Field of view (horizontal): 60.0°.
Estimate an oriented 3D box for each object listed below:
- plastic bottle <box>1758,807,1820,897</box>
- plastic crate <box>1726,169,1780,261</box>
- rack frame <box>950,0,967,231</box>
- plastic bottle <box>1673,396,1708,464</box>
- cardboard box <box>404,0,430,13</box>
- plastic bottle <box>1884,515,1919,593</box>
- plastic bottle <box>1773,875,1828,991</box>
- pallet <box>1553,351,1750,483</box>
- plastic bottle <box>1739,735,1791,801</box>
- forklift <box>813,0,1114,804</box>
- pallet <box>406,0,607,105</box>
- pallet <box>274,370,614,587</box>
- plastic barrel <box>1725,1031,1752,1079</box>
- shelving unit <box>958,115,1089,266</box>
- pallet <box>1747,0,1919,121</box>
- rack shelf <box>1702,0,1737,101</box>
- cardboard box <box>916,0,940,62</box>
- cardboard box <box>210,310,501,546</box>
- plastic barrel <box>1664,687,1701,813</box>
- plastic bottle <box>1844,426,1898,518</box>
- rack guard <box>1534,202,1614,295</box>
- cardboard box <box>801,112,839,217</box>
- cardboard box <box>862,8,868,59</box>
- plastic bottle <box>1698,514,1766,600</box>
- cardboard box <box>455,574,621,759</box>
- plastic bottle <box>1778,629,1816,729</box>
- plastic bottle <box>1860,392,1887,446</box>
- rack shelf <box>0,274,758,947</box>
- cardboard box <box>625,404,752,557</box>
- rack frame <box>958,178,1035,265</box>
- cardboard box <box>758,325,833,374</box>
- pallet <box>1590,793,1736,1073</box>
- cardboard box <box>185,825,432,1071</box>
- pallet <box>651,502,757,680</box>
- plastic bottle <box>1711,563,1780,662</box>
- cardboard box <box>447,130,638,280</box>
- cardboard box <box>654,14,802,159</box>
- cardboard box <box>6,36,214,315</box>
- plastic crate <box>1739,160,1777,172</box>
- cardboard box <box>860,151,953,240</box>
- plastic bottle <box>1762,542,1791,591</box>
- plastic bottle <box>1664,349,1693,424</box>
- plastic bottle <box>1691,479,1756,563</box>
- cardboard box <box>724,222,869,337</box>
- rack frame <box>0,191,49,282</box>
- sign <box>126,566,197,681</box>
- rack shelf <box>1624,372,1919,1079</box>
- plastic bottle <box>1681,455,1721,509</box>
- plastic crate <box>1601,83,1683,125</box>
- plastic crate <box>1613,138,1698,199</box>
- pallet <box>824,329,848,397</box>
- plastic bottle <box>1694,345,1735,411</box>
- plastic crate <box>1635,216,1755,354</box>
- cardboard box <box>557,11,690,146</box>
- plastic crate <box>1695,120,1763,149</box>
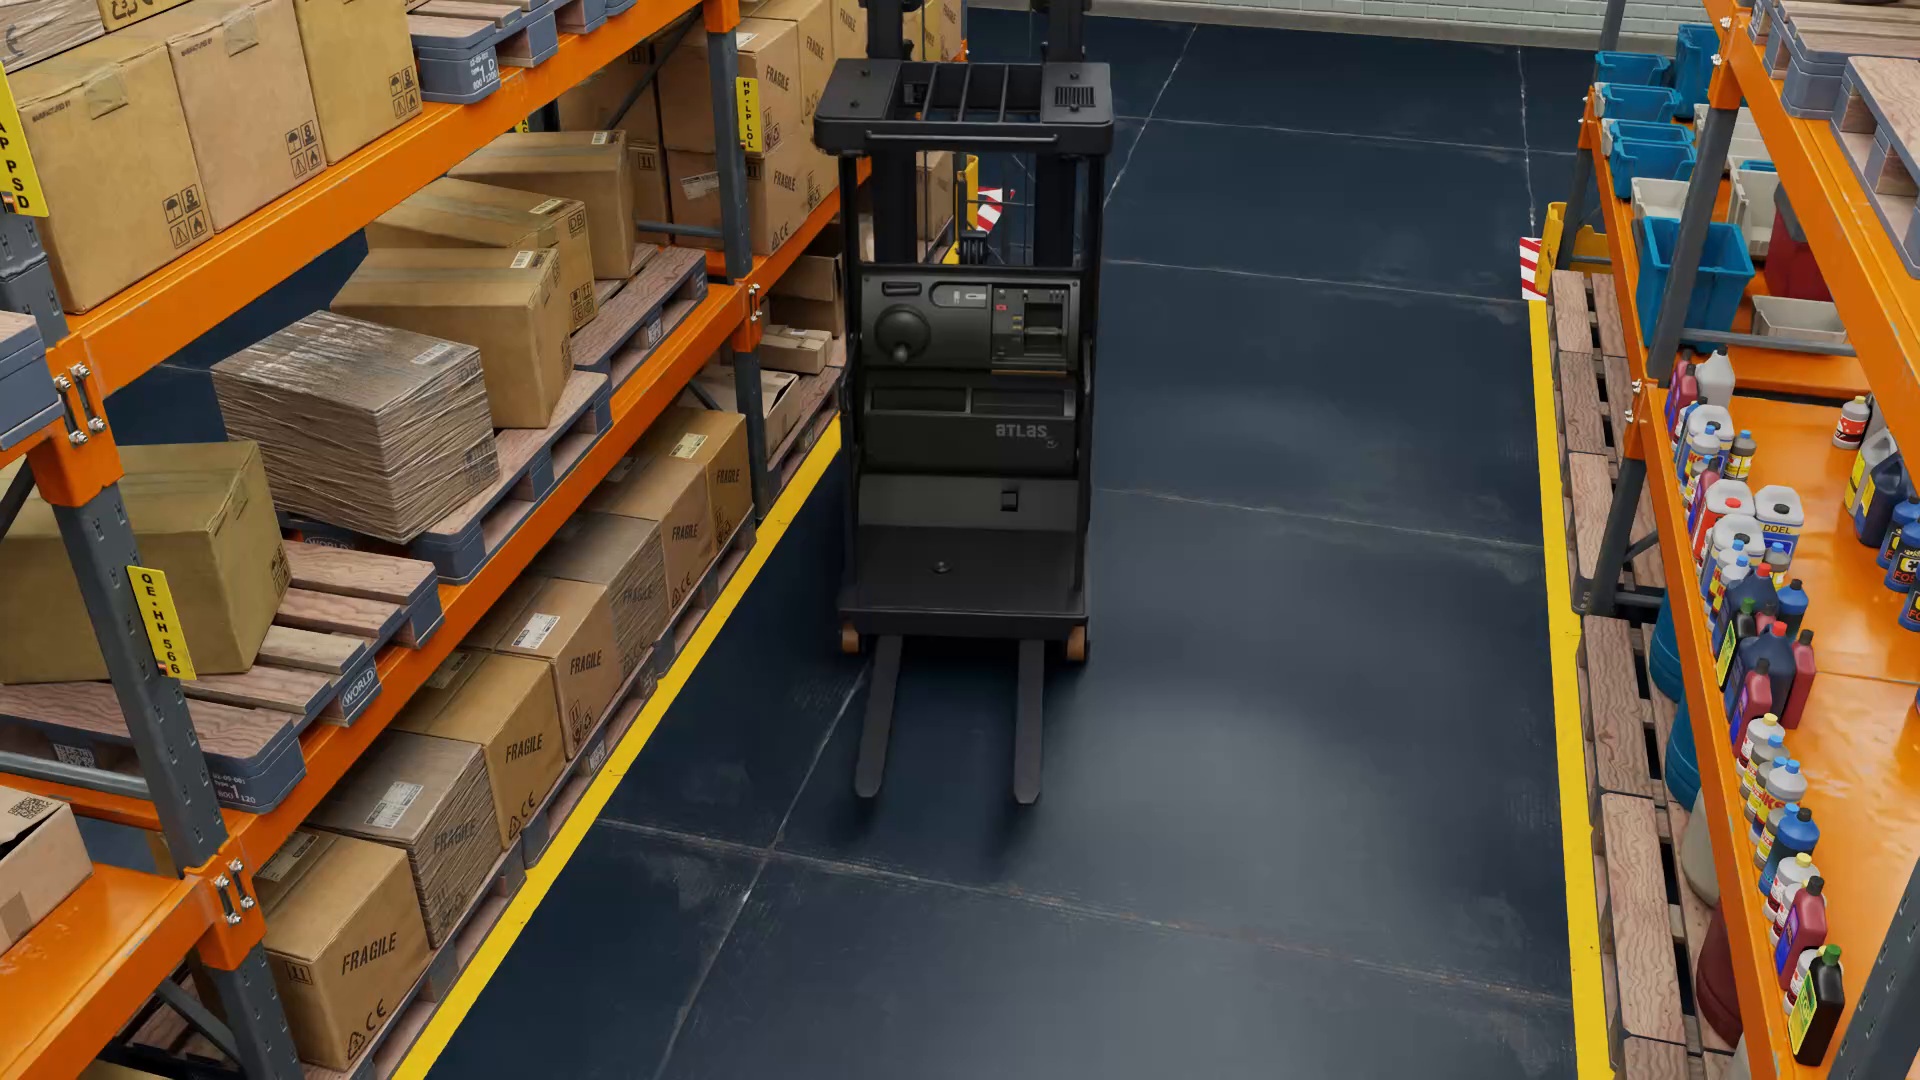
[{"bbox_3d":[2.154,0.805,4.308,0.097,0.271,0.097,0,32,0],"label":"plastic bottle"},{"bbox_3d":[3.890,-1.521,7.902,0.437,0.282,0.530,8,33,12],"label":"plastic crate"},{"bbox_3d":[-0.451,-3.531,11.008,1.000,3.000,0.127,8,33,12],"label":"rack frame"},{"bbox_3d":[2.748,-0.410,6.219,0.097,0.271,0.097,0,32,0],"label":"plastic bottle"},{"bbox_3d":[-2.001,-2.039,5.287,0.600,0.600,0.600,7,33,10],"label":"cardboard box"},{"bbox_3d":[3.157,0.038,5.514,0.097,0.271,0.097,0,32,0],"label":"plastic bottle"},{"bbox_3d":[2.058,0.958,4.055,0.061,0.283,0.133,8,33,12],"label":"plastic bottle"},{"bbox_3d":[3.781,-0.624,9.035,1.003,0.211,1.213,8,33,12],"label":"pallet"},{"bbox_3d":[2.253,0.633,4.644,0.097,0.201,0.097,0,32,0],"label":"plastic bottle"},{"bbox_3d":[0.034,-0.877,6.898,1.130,2.935,3.031,2,32,3],"label":"forklift"},{"bbox_3d":[-1.960,-1.774,5.624,1.213,0.211,1.003,8,33,12],"label":"pallet"},{"bbox_3d":[-1.992,-0.308,6.118,1.003,0.211,1.213,8,33,12],"label":"pallet"},{"bbox_3d":[2.474,1.608,4.852,0.421,0.512,0.421,0,32,0],"label":"plastic barrel"},{"bbox_3d":[0.358,-1.394,9.044,0.538,1.500,1.048,8,33,12],"label":"shelving unit"},{"bbox_3d":[3.220,-1.545,5.264,1.213,0.211,1.003,8,33,12],"label":"pallet"},{"bbox_3d":[3.832,-2.779,7.700,1.077,0.370,4.000,8,33,12],"label":"rack shelf"},{"bbox_3d":[-0.430,-3.034,10.133,0.500,0.500,0.500,8,33,13],"label":"cardboard box"},{"bbox_3d":[-2.014,-0.390,5.582,0.700,0.500,0.500,14,35,21],"label":"cardboard box"},{"bbox_3d":[2.990,0.577,6.111,0.600,0.901,0.708,8,33,12],"label":"plastic barrel"},{"bbox_3d":[3.268,-0.256,5.903,0.144,0.351,0.185,8,33,12],"label":"plastic bottle"},{"bbox_3d":[4.333,-1.814,10.637,1.175,0.500,0.348,8,33,12],"label":"rack guard"},{"bbox_3d":[-0.946,-1.991,8.492,0.500,0.500,0.500,9,33,13],"label":"cardboard box"},{"bbox_3d":[-0.683,-2.928,9.035,0.500,0.500,0.500,9,34,14],"label":"cardboard box"},{"bbox_3d":[2.544,0.063,5.471,0.152,0.276,0.135,8,33,12],"label":"plastic bottle"},{"bbox_3d":[-1.702,0.489,6.605,0.500,0.500,0.500,7,33,11],"label":"cardboard box"},{"bbox_3d":[2.476,0.409,4.920,0.061,0.283,0.133,8,33,12],"label":"plastic bottle"},{"bbox_3d":[3.537,-0.478,6.321,0.152,0.276,0.135,8,33,12],"label":"plastic bottle"},{"bbox_3d":[-1.974,-0.114,6.303,1.077,0.370,4.000,8,33,12],"label":"rack shelf"},{"bbox_3d":[-1.314,-0.291,7.831,0.500,0.500,0.500,8,33,12],"label":"cardboard box"},{"bbox_3d":[0.234,-1.129,8.628,0.500,1.500,0.032,8,33,12],"label":"rack frame"},{"bbox_3d":[-0.940,-1.084,9.390,0.380,0.166,0.250,8,33,12],"label":"cardboard box"},{"bbox_3d":[2.780,1.428,5.807,1.003,0.211,1.213,8,33,12],"label":"pallet"},{"bbox_3d":[-2.089,1.293,5.341,0.500,0.500,0.500,9,34,14],"label":"cardboard box"},{"bbox_3d":[-1.636,0.149,7.819,1.003,0.211,1.213,8,33,12],"label":"pallet"},{"bbox_3d":[2.451,0.215,5.162,0.144,0.351,0.185,8,33,12],"label":"plastic bottle"},{"bbox_3d":[-1.803,-1.459,7.265,0.700,0.500,0.500,-3,33,-4],"label":"cardboard box"},{"bbox_3d":[-1.074,-2.125,7.772,0.500,0.500,0.500,9,34,14],"label":"cardboard box"},{"bbox_3d":[-2.403,-0.918,4.010,0.910,0.500,0.500,8,33,12],"label":"cardboard box"},{"bbox_3d":[4.066,-1.708,8.242,0.416,0.233,0.300,8,33,12],"label":"plastic crate"},{"bbox_3d":[-0.351,-2.346,11.064,0.500,0.500,0.500,8,33,12],"label":"cardboard box"},{"bbox_3d":[2.670,0.102,5.479,0.097,0.201,0.097,0,32,0],"label":"plastic bottle"},{"bbox_3d":[2.819,-0.597,6.502,0.061,0.283,0.133,8,33,12],"label":"plastic bottle"},{"bbox_3d":[2.603,-0.058,5.660,0.152,0.276,0.135,8,33,12],"label":"plastic bottle"},{"bbox_3d":[-0.994,-1.563,9.829,0.797,0.503,0.637,8,33,12],"label":"cardboard box"},{"bbox_3d":[-2.481,-1.911,2.868,1.000,3.000,0.127,8,33,12],"label":"rack frame"},{"bbox_3d":[-1.943,0.206,4.051,0.100,0.325,0.005,8,33,12],"label":"sign"},{"bbox_3d":[2.817,0.563,5.239,1.077,0.370,4.000,8,33,12],"label":"rack shelf"},{"bbox_3d":[2.665,-0.210,5.969,0.097,0.201,0.097,0,32,0],"label":"plastic bottle"},{"bbox_3d":[3.791,-2.384,9.305,0.416,0.233,0.300,8,33,12],"label":"plastic crate"},{"bbox_3d":[3.548,-1.887,8.522,0.416,0.233,0.300,8,33,12],"label":"plastic crate"},{"bbox_3d":[-0.983,-1.270,10.050,1.003,0.211,1.213,8,33,12],"label":"pallet"},{"bbox_3d":[2.911,-0.598,6.441,0.144,0.351,0.185,8,33,12],"label":"plastic bottle"},{"bbox_3d":[3.113,-1.086,7.121,0.392,0.384,0.575,8,33,12],"label":"plastic crate"},{"bbox_3d":[-1.588,-2.217,7.916,0.500,0.500,0.500,8,33,13],"label":"cardboard box"},{"bbox_3d":[4.220,-2.172,9.061,0.396,0.136,0.243,8,33,12],"label":"plastic crate"}]
